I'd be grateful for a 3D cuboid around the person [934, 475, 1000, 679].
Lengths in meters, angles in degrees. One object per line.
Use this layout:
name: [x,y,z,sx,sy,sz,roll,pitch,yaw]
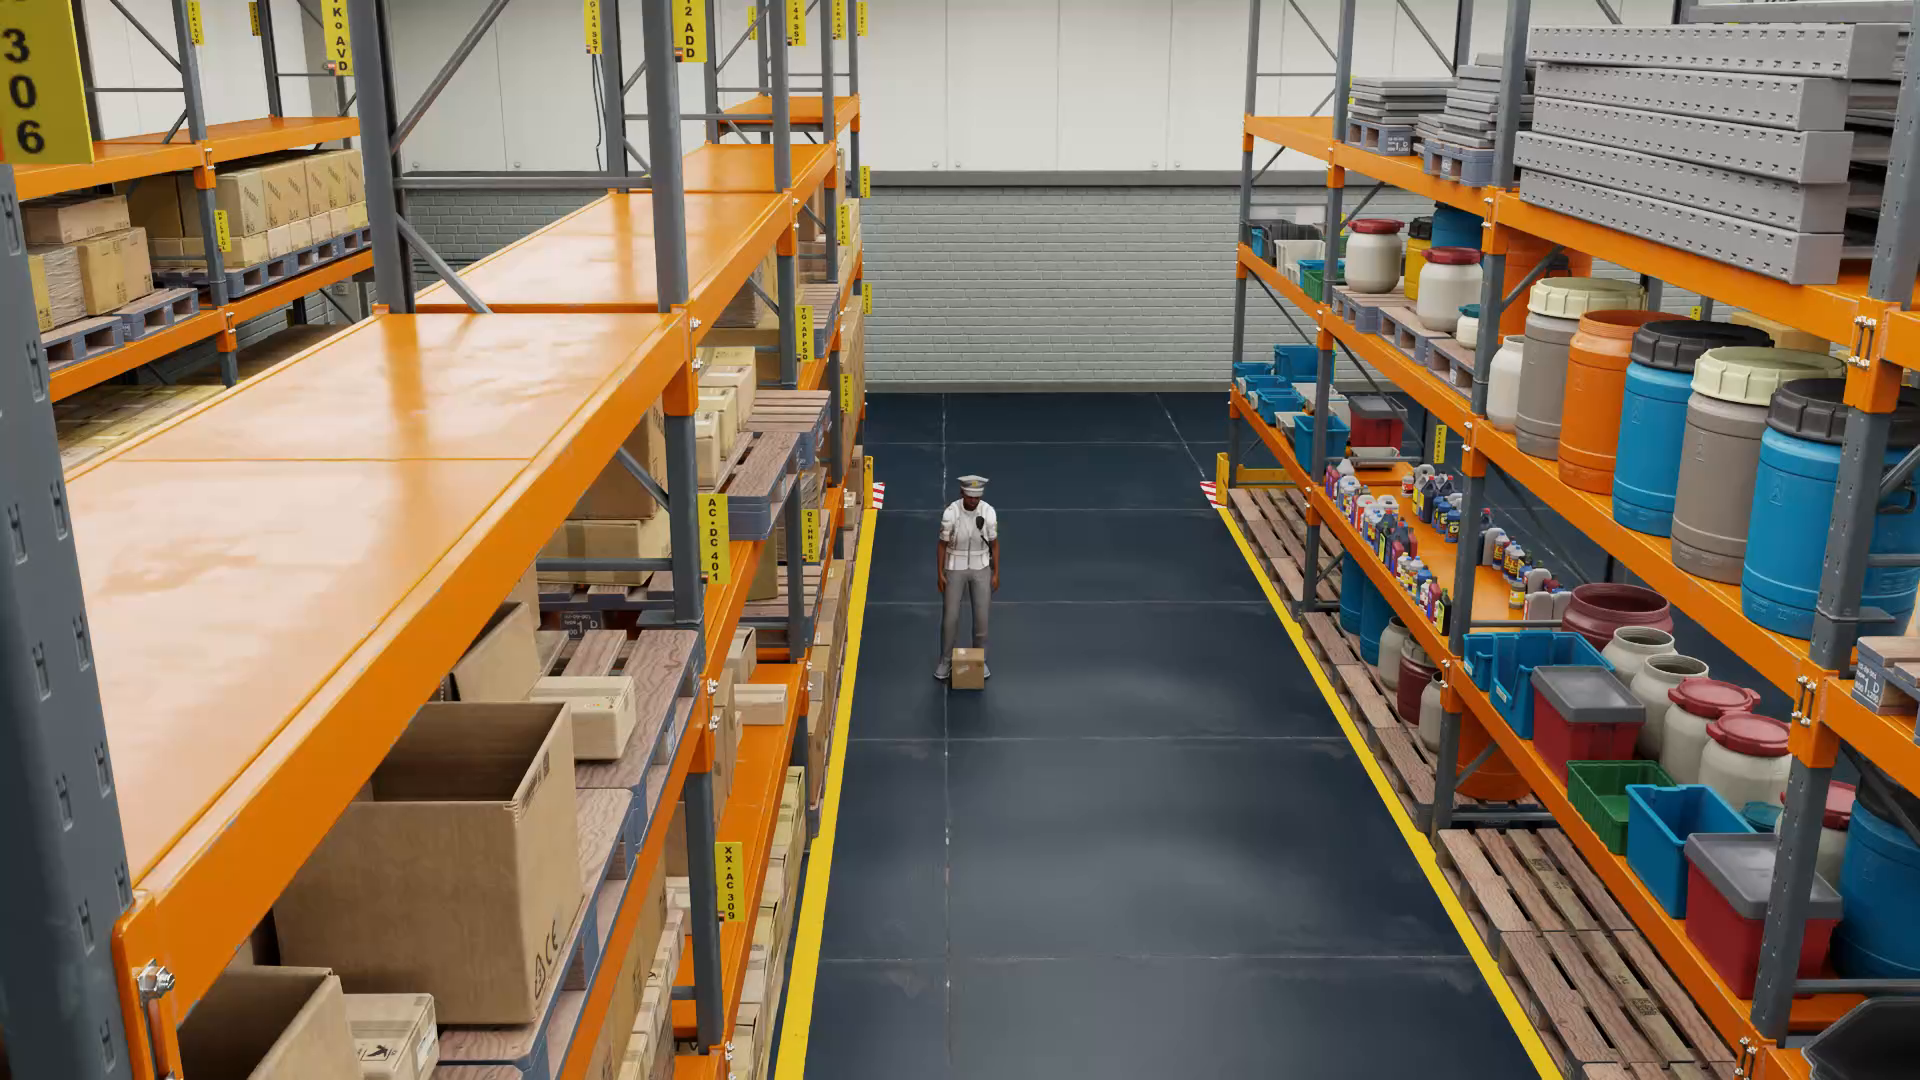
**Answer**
person: [0.053,0.276,13.183,0.530,1.657,0.398,-1,17,-4]
